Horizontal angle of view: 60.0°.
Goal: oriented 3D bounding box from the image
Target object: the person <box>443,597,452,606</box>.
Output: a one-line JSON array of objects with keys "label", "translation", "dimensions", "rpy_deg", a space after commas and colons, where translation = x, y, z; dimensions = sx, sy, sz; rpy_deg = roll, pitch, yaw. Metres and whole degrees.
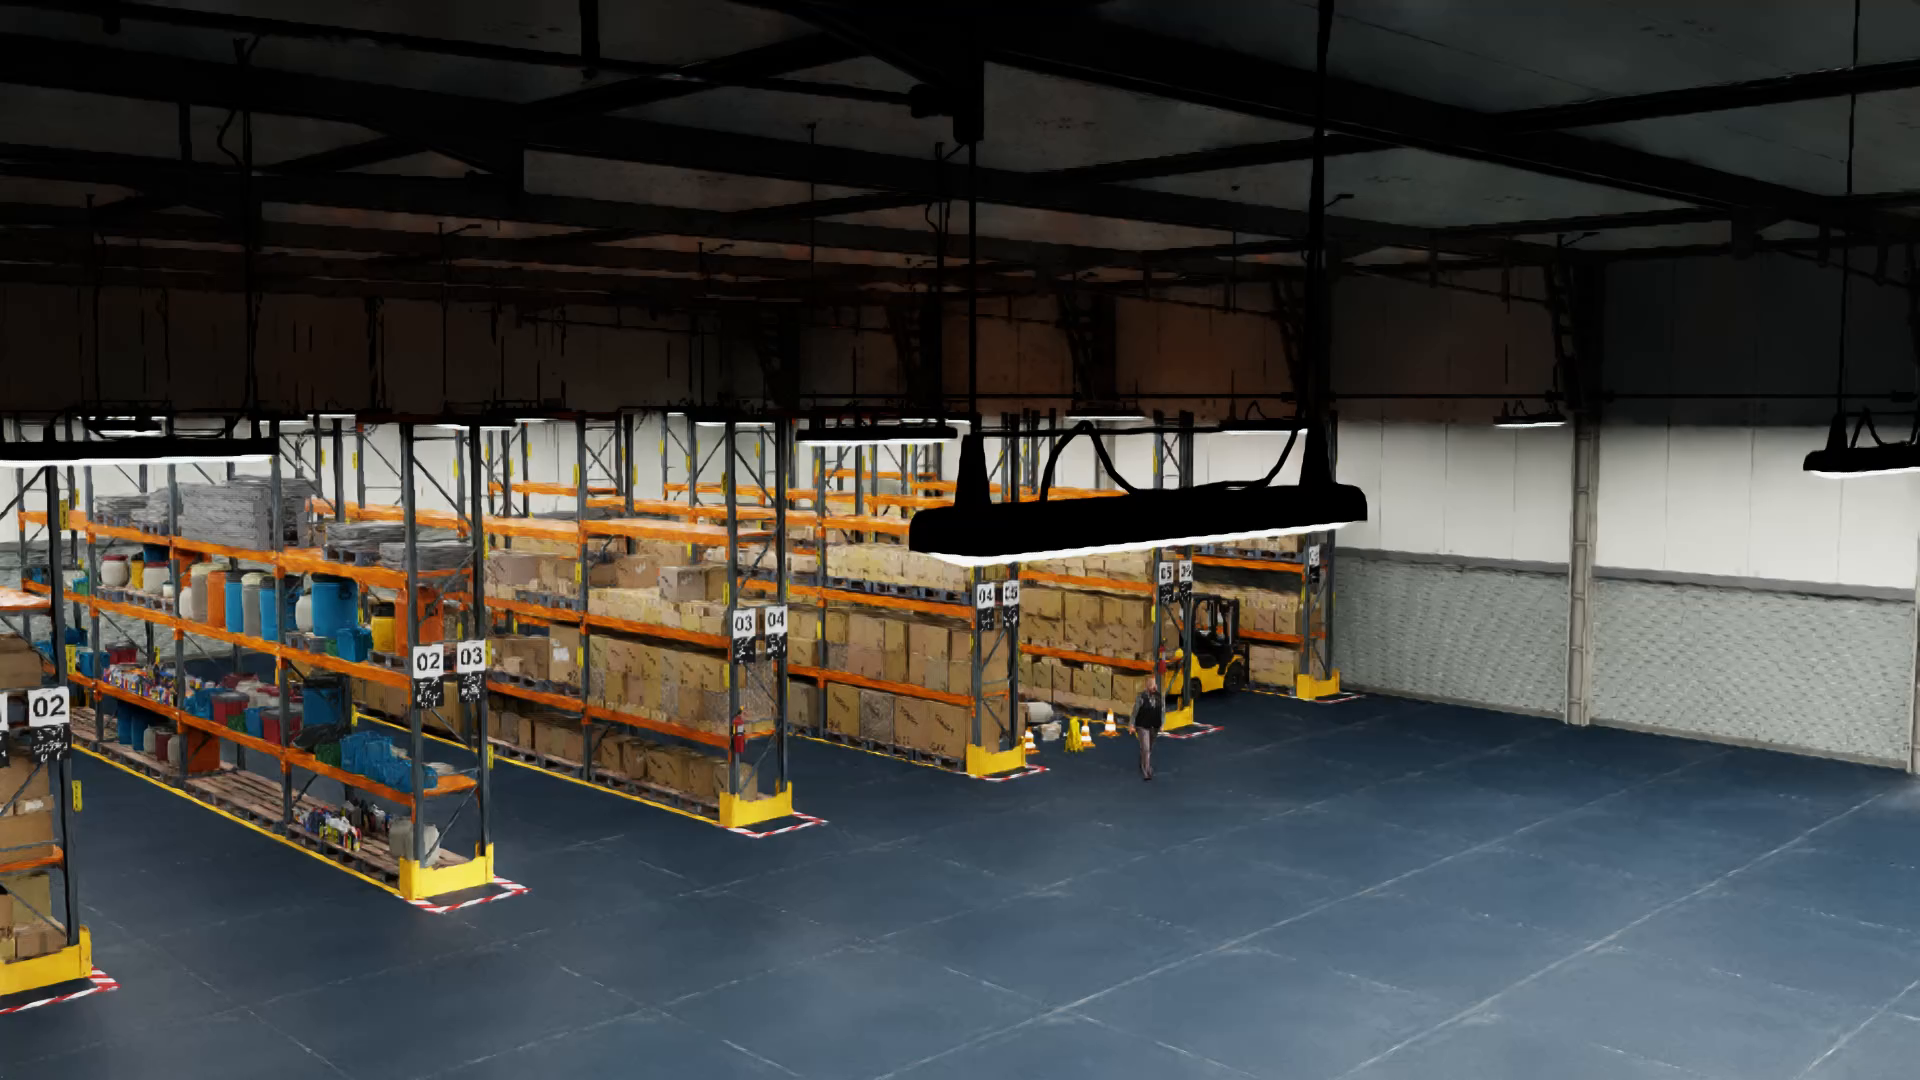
[{"label": "person", "translation": [-12.194, 2.016, 39.417], "dimensions": [0.499, 1.786, 0.660], "rpy_deg": [-3, 6, -33]}]

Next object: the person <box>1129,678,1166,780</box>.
[{"label": "person", "translation": [3.140, 3.106, 27.644], "dimensions": [0.578, 1.678, 0.963], "rpy_deg": [-2, 5, -21]}]
